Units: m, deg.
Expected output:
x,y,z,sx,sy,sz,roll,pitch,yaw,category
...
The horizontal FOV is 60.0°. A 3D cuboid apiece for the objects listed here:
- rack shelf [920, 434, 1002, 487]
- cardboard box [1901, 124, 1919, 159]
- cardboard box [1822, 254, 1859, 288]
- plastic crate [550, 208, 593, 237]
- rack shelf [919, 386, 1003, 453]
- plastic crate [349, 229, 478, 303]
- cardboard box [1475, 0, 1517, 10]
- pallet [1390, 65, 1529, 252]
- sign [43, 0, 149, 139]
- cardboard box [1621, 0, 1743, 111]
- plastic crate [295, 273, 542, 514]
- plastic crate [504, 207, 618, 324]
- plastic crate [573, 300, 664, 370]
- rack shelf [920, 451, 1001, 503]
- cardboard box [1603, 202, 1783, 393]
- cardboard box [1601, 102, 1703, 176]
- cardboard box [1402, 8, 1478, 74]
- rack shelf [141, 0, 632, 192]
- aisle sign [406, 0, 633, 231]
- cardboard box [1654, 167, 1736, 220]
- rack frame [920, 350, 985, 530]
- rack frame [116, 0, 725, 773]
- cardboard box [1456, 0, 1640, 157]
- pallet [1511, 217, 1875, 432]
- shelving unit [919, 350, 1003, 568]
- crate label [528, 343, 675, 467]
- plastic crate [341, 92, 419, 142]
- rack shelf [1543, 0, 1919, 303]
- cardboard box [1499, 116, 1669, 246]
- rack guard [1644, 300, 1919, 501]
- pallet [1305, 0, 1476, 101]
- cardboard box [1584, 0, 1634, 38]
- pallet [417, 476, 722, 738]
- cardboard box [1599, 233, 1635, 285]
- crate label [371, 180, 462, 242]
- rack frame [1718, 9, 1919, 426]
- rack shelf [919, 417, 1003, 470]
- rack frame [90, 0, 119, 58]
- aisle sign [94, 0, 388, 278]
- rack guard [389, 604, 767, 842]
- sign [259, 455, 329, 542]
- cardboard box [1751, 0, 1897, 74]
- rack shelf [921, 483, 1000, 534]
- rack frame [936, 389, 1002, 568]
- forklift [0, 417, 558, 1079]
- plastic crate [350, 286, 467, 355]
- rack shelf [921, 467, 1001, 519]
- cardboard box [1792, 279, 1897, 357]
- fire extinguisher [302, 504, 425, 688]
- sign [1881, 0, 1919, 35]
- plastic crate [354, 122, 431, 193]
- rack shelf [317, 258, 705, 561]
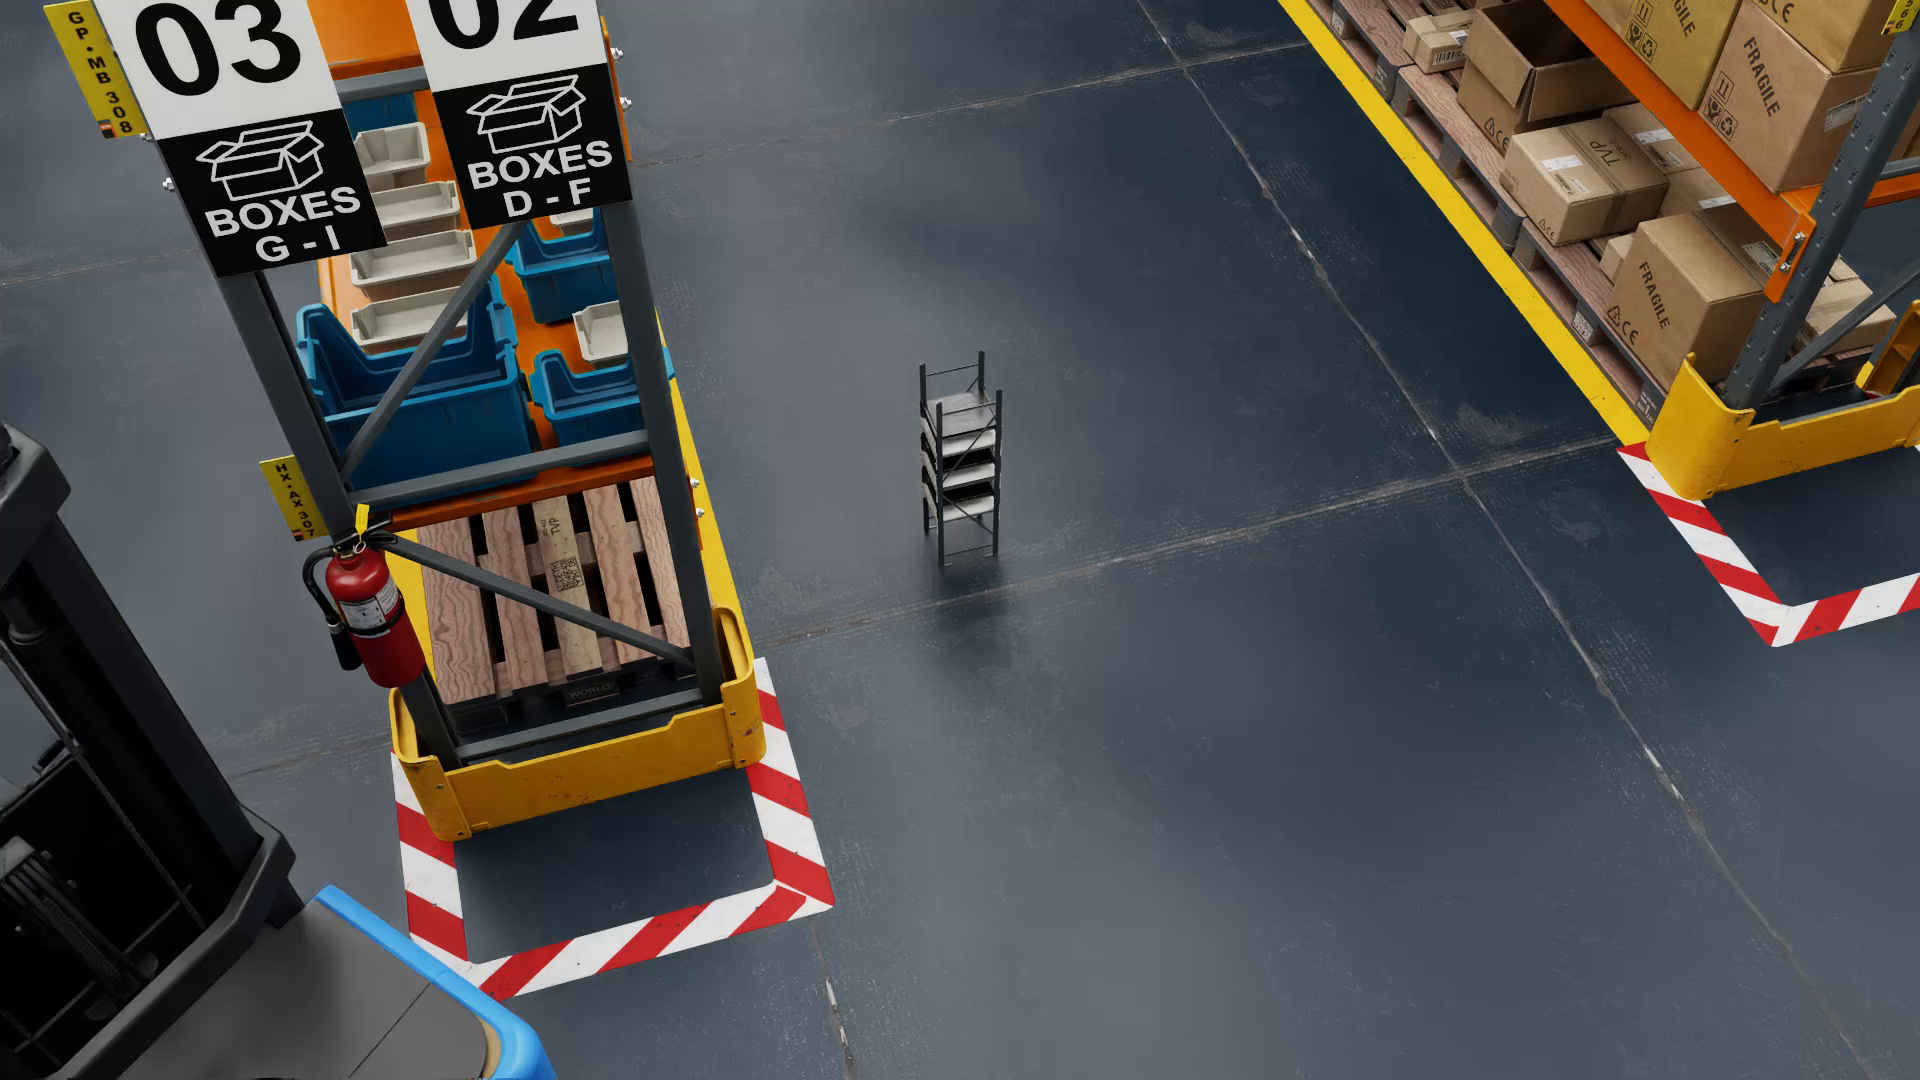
x,y,z,sx,sy,sz,roll,pitch,yaw,category
0.002,-0.321,6.147,0.258,0.077,0.200,-13,51,-11,rack shelf
3.553,-1.729,5.970,0.500,0.500,0.500,-12,51,-10,cardboard box
3.563,-1.108,7.077,0.380,0.166,0.250,-13,51,-11,cardboard box
-1.275,-1.133,5.666,0.250,0.136,0.298,-13,51,-11,plastic crate
0.002,-0.437,6.010,0.258,0.077,0.200,-13,51,-11,rack shelf
-1.786,-0.900,5.469,0.396,0.136,0.243,-13,51,-11,plastic crate
2.911,-2.610,8.249,0.500,0.311,0.500,-13,51,-11,cardboard box
2.816,-1.941,8.038,1.003,0.211,1.213,-13,51,-11,pallet
-1.821,-0.993,3.521,0.100,0.325,0.005,-13,51,-11,sign
2.884,-1.989,6.189,0.500,0.500,0.500,-13,51,-11,cardboard box
-1.578,-0.429,4.877,0.616,0.435,0.499,-13,51,-11,plastic crate
-1.253,-0.897,5.404,0.416,0.233,0.300,-13,51,-11,plastic crate
-1.074,-0.638,5.249,0.250,0.136,0.298,-13,51,-11,plastic crate
0.002,-0.263,6.216,0.258,0.077,0.200,-13,51,-11,rack shelf
3.037,-0.991,6.760,0.500,0.500,0.500,-13,51,-11,cardboard box
3.247,-1.760,7.572,0.500,0.250,0.500,-13,51,-11,cardboard box
2.433,-2.478,8.232,0.380,0.166,0.250,-13,51,-11,cardboard box
-1.892,-2.391,5.102,1.077,0.370,4.000,-13,51,-11,rack shelf
-0.995,-1.048,3.761,0.394,0.787,0.004,-13,51,-11,aisle sign
3.395,-1.395,7.264,0.500,0.250,0.500,-13,51,-11,cardboard box
-0.028,-0.358,6.253,0.240,0.900,0.006,-13,51,-11,rack frame
-1.300,-0.196,4.743,1.000,3.000,0.127,-13,51,-11,rack frame
2.810,-2.201,7.778,0.797,0.503,0.637,-13,51,-11,cardboard box
3.174,-1.052,7.288,1.003,0.211,1.213,-13,51,-11,pallet
0.002,-0.284,6.191,0.258,0.900,0.210,-13,51,-11,shelving unit
-1.059,-0.416,4.999,0.416,0.233,0.303,-13,51,-11,crate label
-2.152,-1.603,6.000,0.416,0.233,0.300,-13,51,-11,plastic crate
2.841,-2.542,7.191,1.077,0.370,4.000,-13,51,-11,rack shelf
2.784,-1.611,7.446,0.500,0.250,0.500,-13,51,-11,cardboard box
3.410,-0.563,6.687,1.175,0.500,0.348,-13,51,-11,rack guard
2.452,-2.834,8.791,1.003,0.211,1.213,-13,51,-11,pallet
2.741,-2.355,6.497,0.500,0.500,0.500,-13,51,-11,cardboard box
-1.507,0.092,6.324,1.003,0.211,1.213,-13,51,-11,pallet
3.003,-1.199,7.154,0.380,0.166,0.250,-13,51,-11,cardboard box
-1.892,-1.098,5.636,0.396,0.136,0.243,-13,51,-11,crate label
3.433,-1.313,5.685,1.000,3.000,0.127,-13,51,-11,rack frame
0.002,-0.379,6.078,0.258,0.077,0.200,-13,51,-11,rack shelf
-1.300,-2.129,2.449,1.000,3.000,0.127,-13,51,-11,rack frame
-1.559,-0.915,3.649,0.394,0.787,0.004,-13,51,-11,aisle sign
-1.281,0.625,5.686,1.175,0.500,0.348,-13,51,-11,rack guard
-1.821,-0.112,4.566,0.100,0.325,0.005,-13,51,-11,sign
3.038,-1.930,5.486,0.500,0.500,0.500,-14,51,-11,cardboard box
0.002,-0.147,6.354,0.258,0.077,0.200,-13,51,-11,rack shelf
0.032,-0.210,6.128,0.240,0.900,0.006,-13,51,-11,rack frame
-2.534,0.663,4.063,3.031,2.935,1.130,27,55,21,forklift
-1.714,-0.685,5.288,0.396,0.136,0.243,-13,51,-11,plastic crate
0.002,-0.205,6.285,0.258,0.077,0.200,-13,51,-11,rack shelf
3.637,-0.919,6.930,0.380,0.149,0.250,-13,51,-11,cardboard box
-1.690,0.162,4.735,0.296,0.674,0.183,-13,51,-11,fire extinguisher
2.897,-1.677,5.028,0.100,0.325,0.005,-13,51,-11,sign
-1.997,-1.310,5.815,0.298,0.136,0.250,-13,51,-11,plastic crate
-1.892,-1.425,6.249,1.077,0.370,4.000,-13,51,-11,rack shelf
